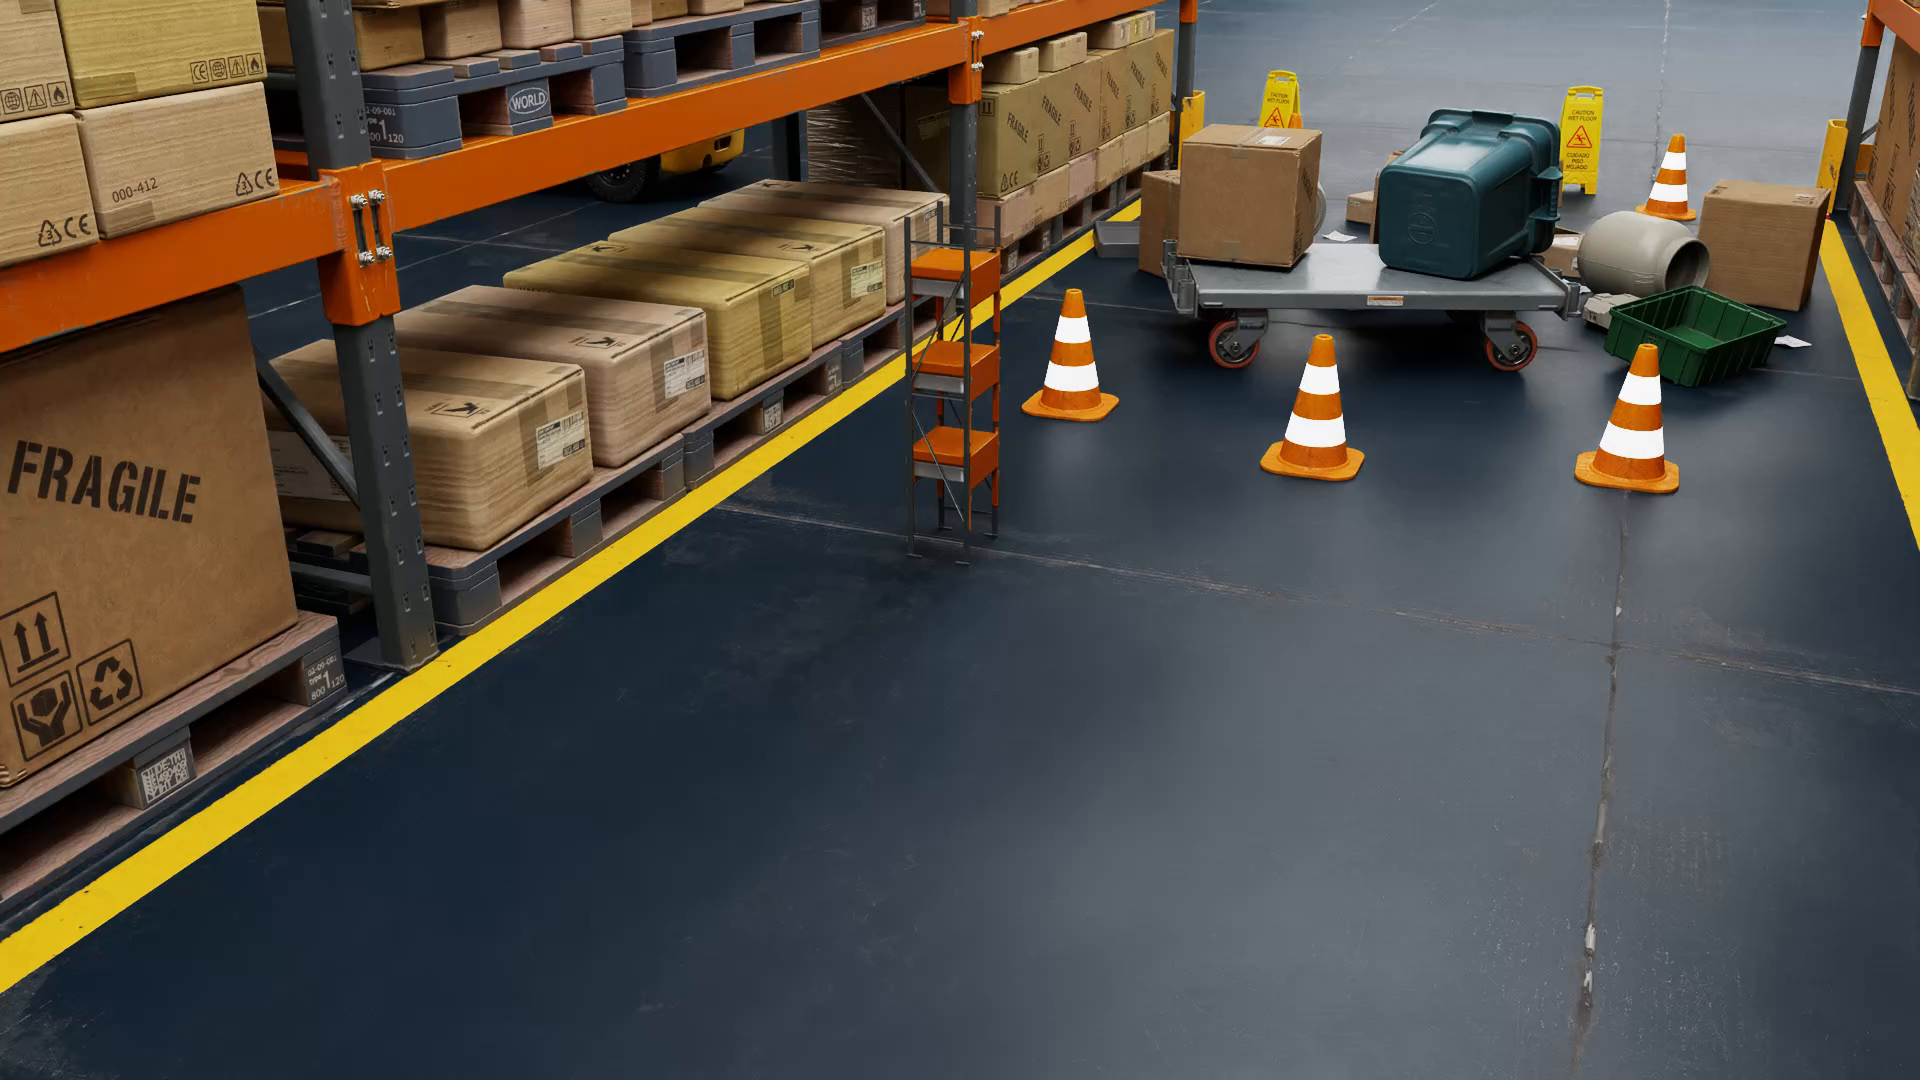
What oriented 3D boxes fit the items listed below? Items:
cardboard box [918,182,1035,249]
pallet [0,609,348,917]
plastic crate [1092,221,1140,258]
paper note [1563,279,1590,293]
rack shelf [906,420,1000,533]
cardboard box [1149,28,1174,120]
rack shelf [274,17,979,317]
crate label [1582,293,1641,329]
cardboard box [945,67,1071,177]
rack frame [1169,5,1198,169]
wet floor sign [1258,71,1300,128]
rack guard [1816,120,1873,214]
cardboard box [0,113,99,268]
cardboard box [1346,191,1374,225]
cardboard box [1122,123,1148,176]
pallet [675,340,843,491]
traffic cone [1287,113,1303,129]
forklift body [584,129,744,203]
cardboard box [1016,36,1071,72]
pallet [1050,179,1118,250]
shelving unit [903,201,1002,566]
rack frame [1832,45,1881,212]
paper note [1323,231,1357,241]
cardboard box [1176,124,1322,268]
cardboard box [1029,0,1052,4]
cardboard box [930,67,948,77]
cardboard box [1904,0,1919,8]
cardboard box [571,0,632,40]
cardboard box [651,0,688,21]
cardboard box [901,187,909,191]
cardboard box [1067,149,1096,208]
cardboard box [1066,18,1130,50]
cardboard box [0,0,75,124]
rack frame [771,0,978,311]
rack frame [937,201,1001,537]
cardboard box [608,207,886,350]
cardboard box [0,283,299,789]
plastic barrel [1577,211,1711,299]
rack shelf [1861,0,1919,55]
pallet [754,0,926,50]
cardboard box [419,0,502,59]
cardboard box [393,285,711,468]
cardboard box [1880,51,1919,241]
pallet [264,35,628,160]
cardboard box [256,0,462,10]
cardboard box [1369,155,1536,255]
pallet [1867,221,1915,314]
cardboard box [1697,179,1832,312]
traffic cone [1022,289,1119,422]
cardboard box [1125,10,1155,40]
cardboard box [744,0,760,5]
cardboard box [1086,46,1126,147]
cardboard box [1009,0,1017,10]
[{"bbox_3d":[0.063,-1.649,8.328,0.500,0.250,0.500,8,24,18],"label":"cardboard box"},{"bbox_3d":[-2.256,0.438,3.927,1.003,0.211,1.213,9,24,20],"label":"pallet"},{"bbox_3d":[0.937,-1.648,9.093,0.402,0.080,0.583,1,23,2],"label":"plastic crate"},{"bbox_3d":[3.031,-1.253,8.220,0.172,0.023,0.155,19,29,38],"label":"paper note"},{"bbox_3d":[-0.020,-0.199,5.113,0.215,0.259,0.240,9,24,20],"label":"rack shelf"},{"bbox_3d":[1.023,-2.930,10.421,0.500,0.500,0.500,9,24,20],"label":"cardboard box"},{"bbox_3d":[-1.150,-1.503,5.891,1.077,0.370,4.000,9,24,20],"label":"rack shelf"},{"bbox_3d":[2.987,-1.026,7.530,0.298,0.136,0.250,-7,24,-17],"label":"crate label"},{"bbox_3d":[0.250,-2.188,8.646,0.500,0.500,0.500,10,25,22],"label":"cardboard box"},{"bbox_3d":[1.078,-3.983,10.893,1.000,3.000,0.127,9,24,20],"label":"rack frame"},{"bbox_3d":[2.142,-2.811,11.142,0.267,0.644,0.232,19,29,38],"label":"wet floor sign"},{"bbox_3d":[5.721,-2.165,9.785,1.175,0.500,0.348,9,24,20],"label":"rack guard"},{"bbox_3d":[-2.015,-0.647,3.103,0.500,0.250,0.500,9,24,21],"label":"cardboard box"},{"bbox_3d":[2.467,-1.909,9.628,0.250,0.149,0.380,-17,28,-35],"label":"cardboard box"},{"bbox_3d":[0.828,-2.396,10.116,0.500,0.250,0.500,9,24,20],"label":"cardboard box"},{"bbox_3d":[-1.147,-0.548,6.287,1.003,0.211,1.213,9,24,20],"label":"pallet"},{"bbox_3d":[2.116,-2.473,10.571,0.336,0.463,0.334,9,24,20],"label":"traffic cone"},{"bbox_3d":[-2.542,-3.360,10.505,2.313,2.155,1.214,9,24,20],"label":"forklift body"},{"bbox_3d":[0.354,-2.514,8.586,0.380,0.149,0.250,10,25,22],"label":"cardboard box"},{"bbox_3d":[0.261,-1.948,9.640,1.003,0.211,1.213,9,24,20],"label":"pallet"},{"bbox_3d":[-0.020,-0.465,5.002,0.215,1.050,0.252,9,24,20],"label":"shelving unit"},{"bbox_3d":[5.712,-3.310,9.283,1.000,3.000,0.127,9,24,20],"label":"rack frame"},{"bbox_3d":[2.121,-1.702,9.299,0.148,0.019,0.142,19,29,38],"label":"paper note"},{"bbox_3d":[1.256,-1.503,7.217,0.500,0.500,0.500,9,24,20],"label":"cardboard box"},{"bbox_3d":[0.248,-2.783,8.346,0.380,0.149,0.250,10,25,22],"label":"cardboard box"},{"bbox_3d":[-0.249,-2.255,8.806,0.500,0.500,0.500,9,24,21],"label":"cardboard box"},{"bbox_3d":[5.107,-2.858,8.005,0.875,0.550,0.550,9,24,20],"label":"cardboard box"},{"bbox_3d":[-1.198,-1.570,4.899,0.380,0.149,0.250,9,24,20],"label":"cardboard box"},{"bbox_3d":[-1.112,-1.775,5.388,0.380,0.149,0.250,10,25,22],"label":"cardboard box"},{"bbox_3d":[-0.437,-1.726,8.513,0.500,0.250,0.500,10,25,22],"label":"cardboard box"},{"bbox_3d":[0.445,-2.032,9.244,0.500,0.250,0.500,8,24,19],"label":"cardboard box"},{"bbox_3d":[0.753,-2.904,9.519,0.380,0.149,0.250,10,25,22],"label":"cardboard box"},{"bbox_3d":[-2.024,-0.888,3.029,0.500,0.250,0.500,8,24,19],"label":"cardboard box"},{"bbox_3d":[-0.407,-2.551,7.466,1.000,3.000,0.127,9,24,20],"label":"rack frame"},{"bbox_3d":[0.025,-0.509,5.106,0.200,1.050,0.008,9,24,20],"label":"rack frame"},{"bbox_3d":[-0.864,-1.087,6.824,0.950,0.372,0.625,10,25,23],"label":"cardboard box"},{"bbox_3d":[-2.227,-0.098,3.804,0.875,0.875,0.875,9,24,20],"label":"cardboard box"},{"bbox_3d":[3.223,-1.315,7.850,0.421,0.421,0.512,-12,25,-26],"label":"plastic barrel"},{"bbox_3d":[4.969,-2.262,7.708,1.077,0.370,4.000,9,24,20],"label":"rack shelf"},{"bbox_3d":[-0.826,-2.210,6.898,1.003,0.211,1.213,9,24,20],"label":"pallet"},{"bbox_3d":[-1.464,-1.384,4.452,0.380,0.149,0.250,7,24,17],"label":"cardboard box"},{"bbox_3d":[-1.407,-0.567,5.580,0.950,0.372,0.625,8,24,19],"label":"cardboard box"},{"bbox_3d":[5.196,-1.956,8.253,0.875,0.875,0.875,8,24,19],"label":"cardboard box"},{"bbox_3d":[-1.727,-1.302,4.723,1.213,0.211,1.003,9,24,20],"label":"pallet"},{"bbox_3d":[-1.511,-1.625,4.188,0.500,0.500,0.500,8,24,19],"label":"cardboard box"},{"bbox_3d":[2.437,-1.566,8.171,0.797,0.637,0.503,9,24,20],"label":"cardboard box"},{"bbox_3d":[5.033,-1.291,8.067,1.003,0.211,1.213,9,24,20],"label":"pallet"},{"bbox_3d":[3.850,-1.429,8.019,0.500,0.500,0.500,13,26,29],"label":"cardboard box"},{"bbox_3d":[0.432,-0.736,6.413,0.336,0.463,0.334,9,24,20],"label":"traffic cone"},{"bbox_3d":[0.949,-3.088,9.959,0.380,0.149,0.250,10,24,22],"label":"cardboard box"},{"bbox_3d":[-0.928,-1.963,5.838,0.380,0.149,0.250,8,24,18],"label":"cardboard box"},{"bbox_3d":[0.638,-2.563,9.543,0.500,0.500,0.500,8,24,19],"label":"cardboard box"},{"bbox_3d":[0.053,-2.600,7.908,0.380,0.149,0.250,10,24,22],"label":"cardboard box"}]
